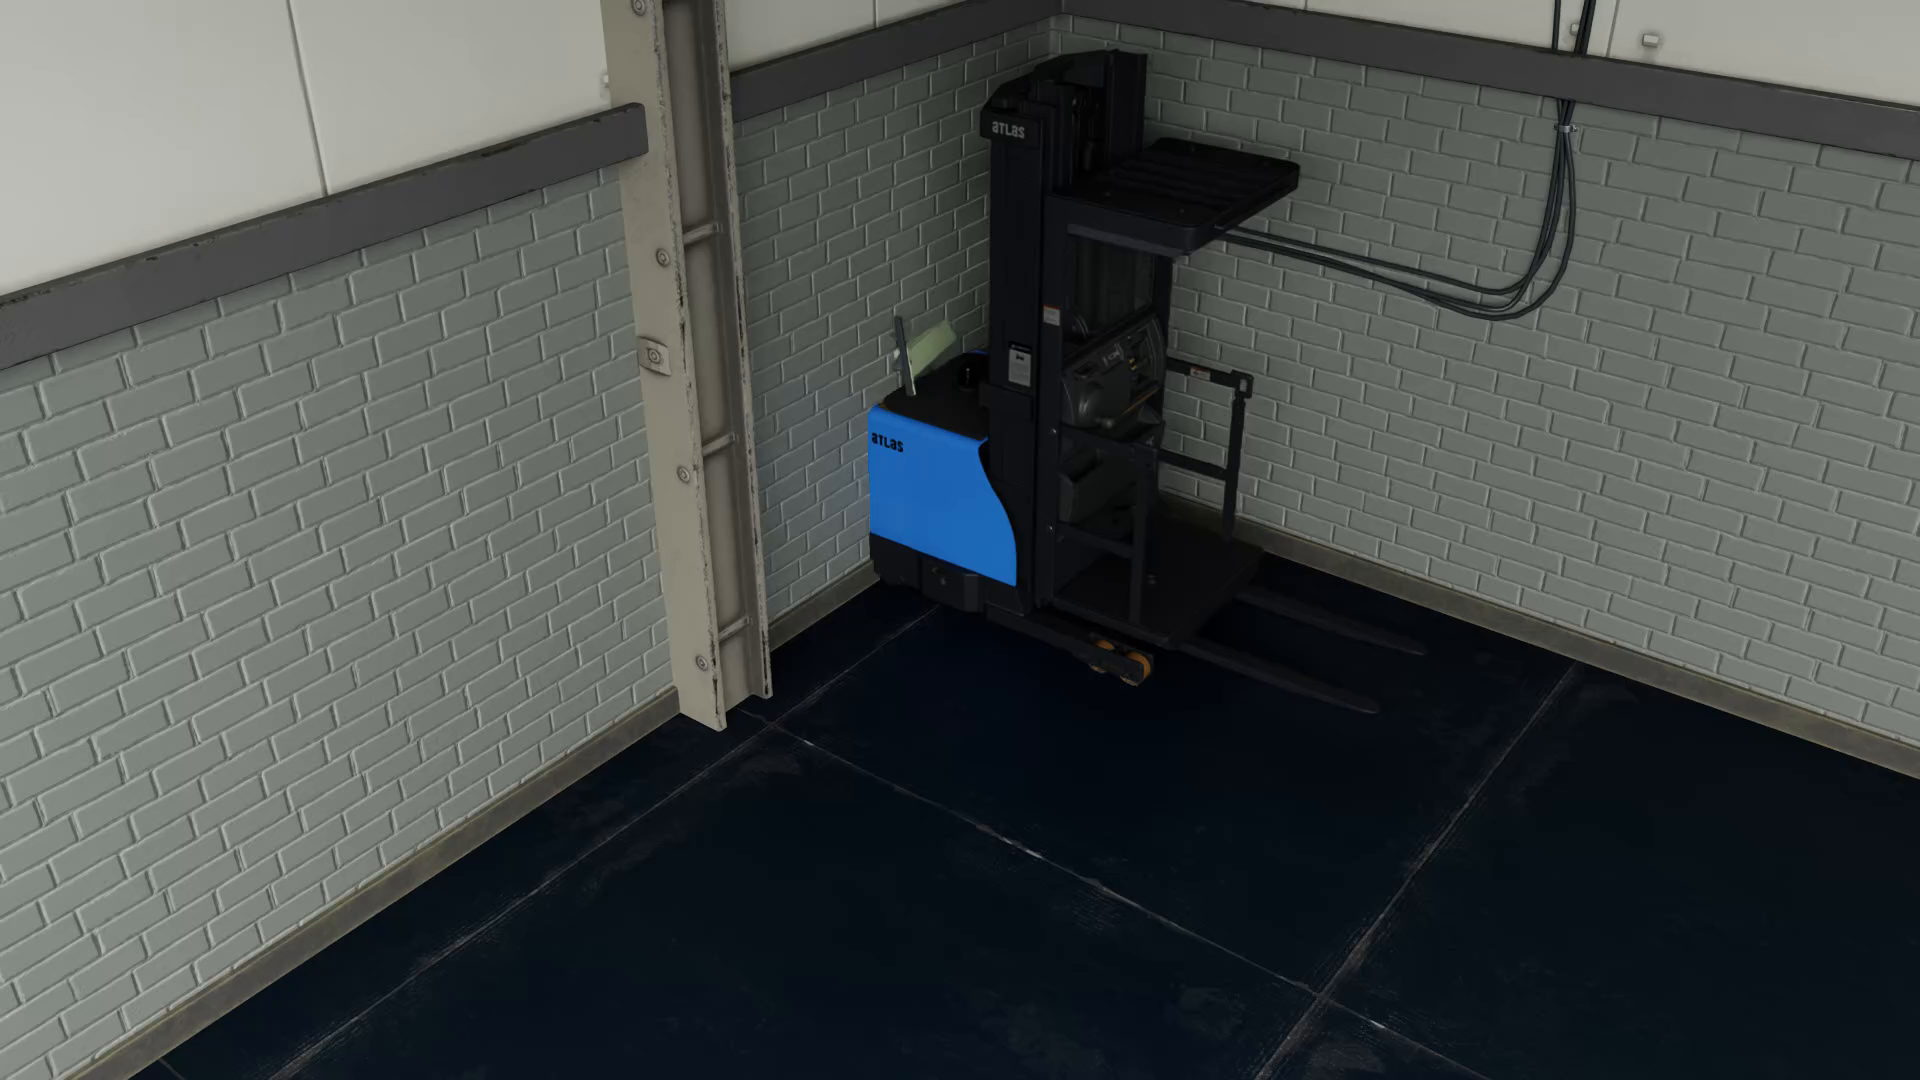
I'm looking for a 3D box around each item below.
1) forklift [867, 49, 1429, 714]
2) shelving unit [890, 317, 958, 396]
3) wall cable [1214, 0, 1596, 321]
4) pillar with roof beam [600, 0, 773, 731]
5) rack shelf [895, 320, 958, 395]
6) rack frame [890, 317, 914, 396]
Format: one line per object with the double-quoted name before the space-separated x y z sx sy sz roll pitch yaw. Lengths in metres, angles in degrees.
"forklift" 0.954 -0.824 8.323 3.031 2.935 1.130 20 36 30
"shelving unit" -0.225 -0.718 9.478 0.431 1.500 0.755 7 32 27
"wall cable" 1.642 -2.506 8.256 3.097 2.526 0.112 21 37 31
"pillar with roof beam" 2.242 -1.727 3.895 9.100 9.000 0.400 21 37 31
"rack shelf" -0.279 -1.057 9.292 0.431 0.370 0.720 7 32 27
"rack frame" -0.387 -0.540 9.202 0.400 1.500 0.023 7 32 27
